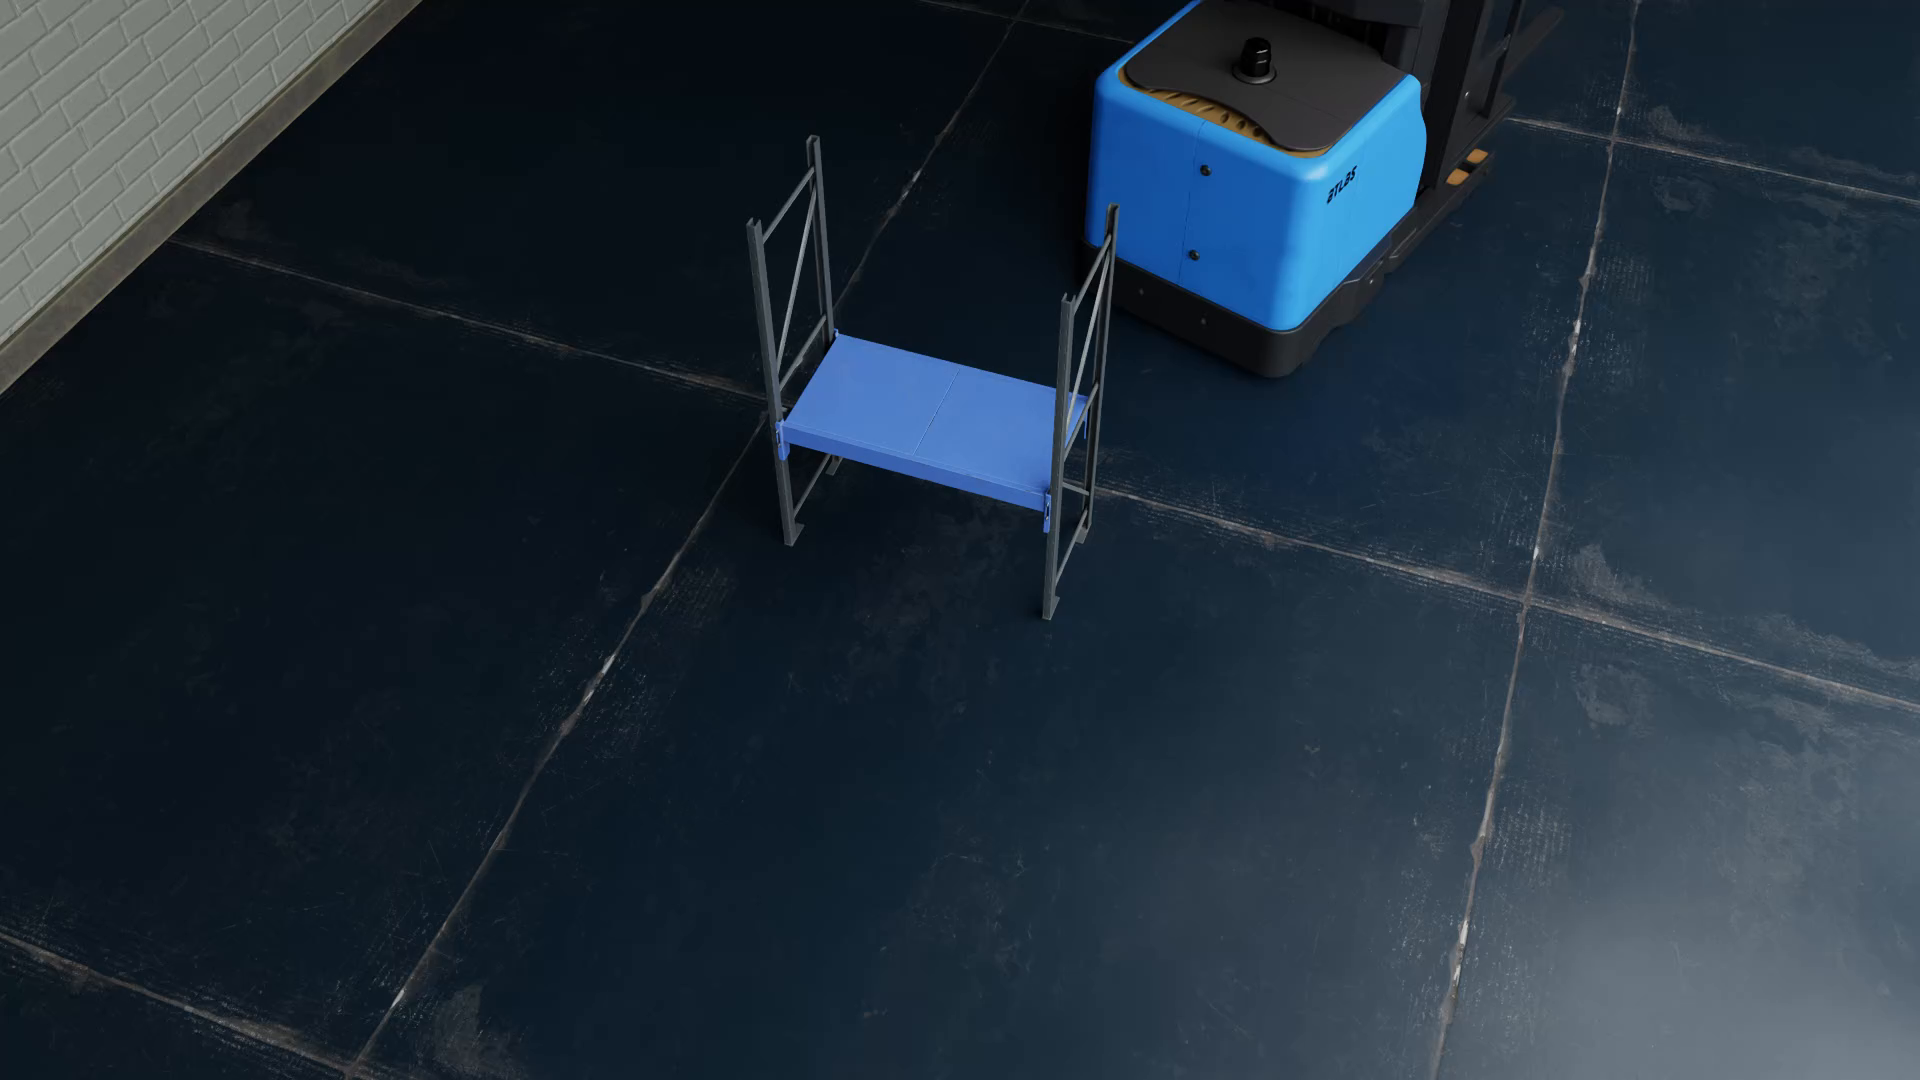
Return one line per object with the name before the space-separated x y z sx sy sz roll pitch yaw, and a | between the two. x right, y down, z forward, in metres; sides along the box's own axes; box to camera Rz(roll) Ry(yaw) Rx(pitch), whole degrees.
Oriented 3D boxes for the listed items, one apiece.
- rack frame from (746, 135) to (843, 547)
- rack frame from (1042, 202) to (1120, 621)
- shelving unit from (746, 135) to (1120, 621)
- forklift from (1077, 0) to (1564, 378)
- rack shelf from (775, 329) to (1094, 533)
rack frame | -0.557 -0.647 5.818 0.032 1.500 0.500 16 51 13
rack frame | 0.397 -0.380 5.587 0.032 1.500 0.500 16 51 13
shelving unit | -0.080 -0.514 5.703 1.048 1.500 0.538 16 51 13
forklift | 1.800 -2.684 6.636 1.130 2.935 3.031 30 56 24
rack shelf | -0.080 -0.396 5.839 1.000 0.185 0.538 16 51 13
